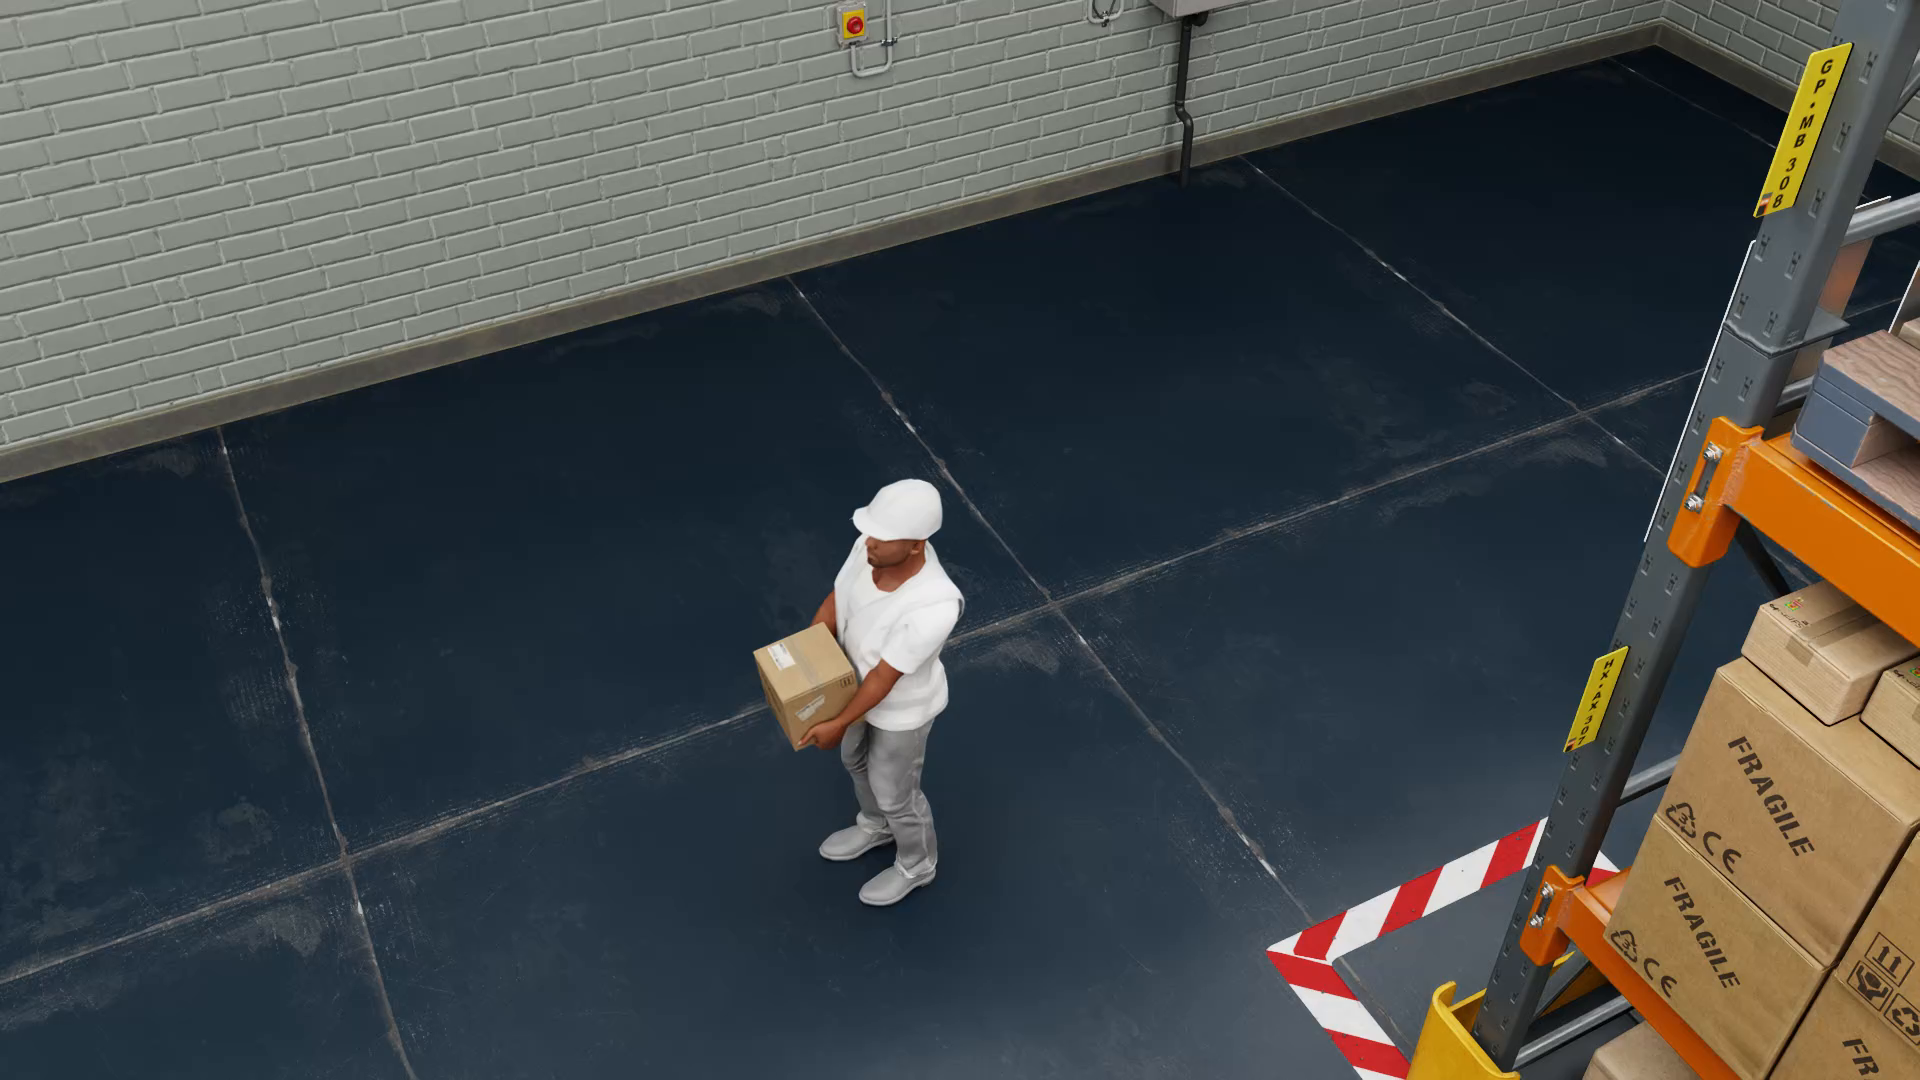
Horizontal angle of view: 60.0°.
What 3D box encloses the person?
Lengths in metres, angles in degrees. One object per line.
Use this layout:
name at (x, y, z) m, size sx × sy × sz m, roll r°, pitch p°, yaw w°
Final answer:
person at (-0.312, 0.541, 5.522) m, size 0.577 × 1.760 × 0.503 m, roll -18°, pitch 44°, yaw -20°
